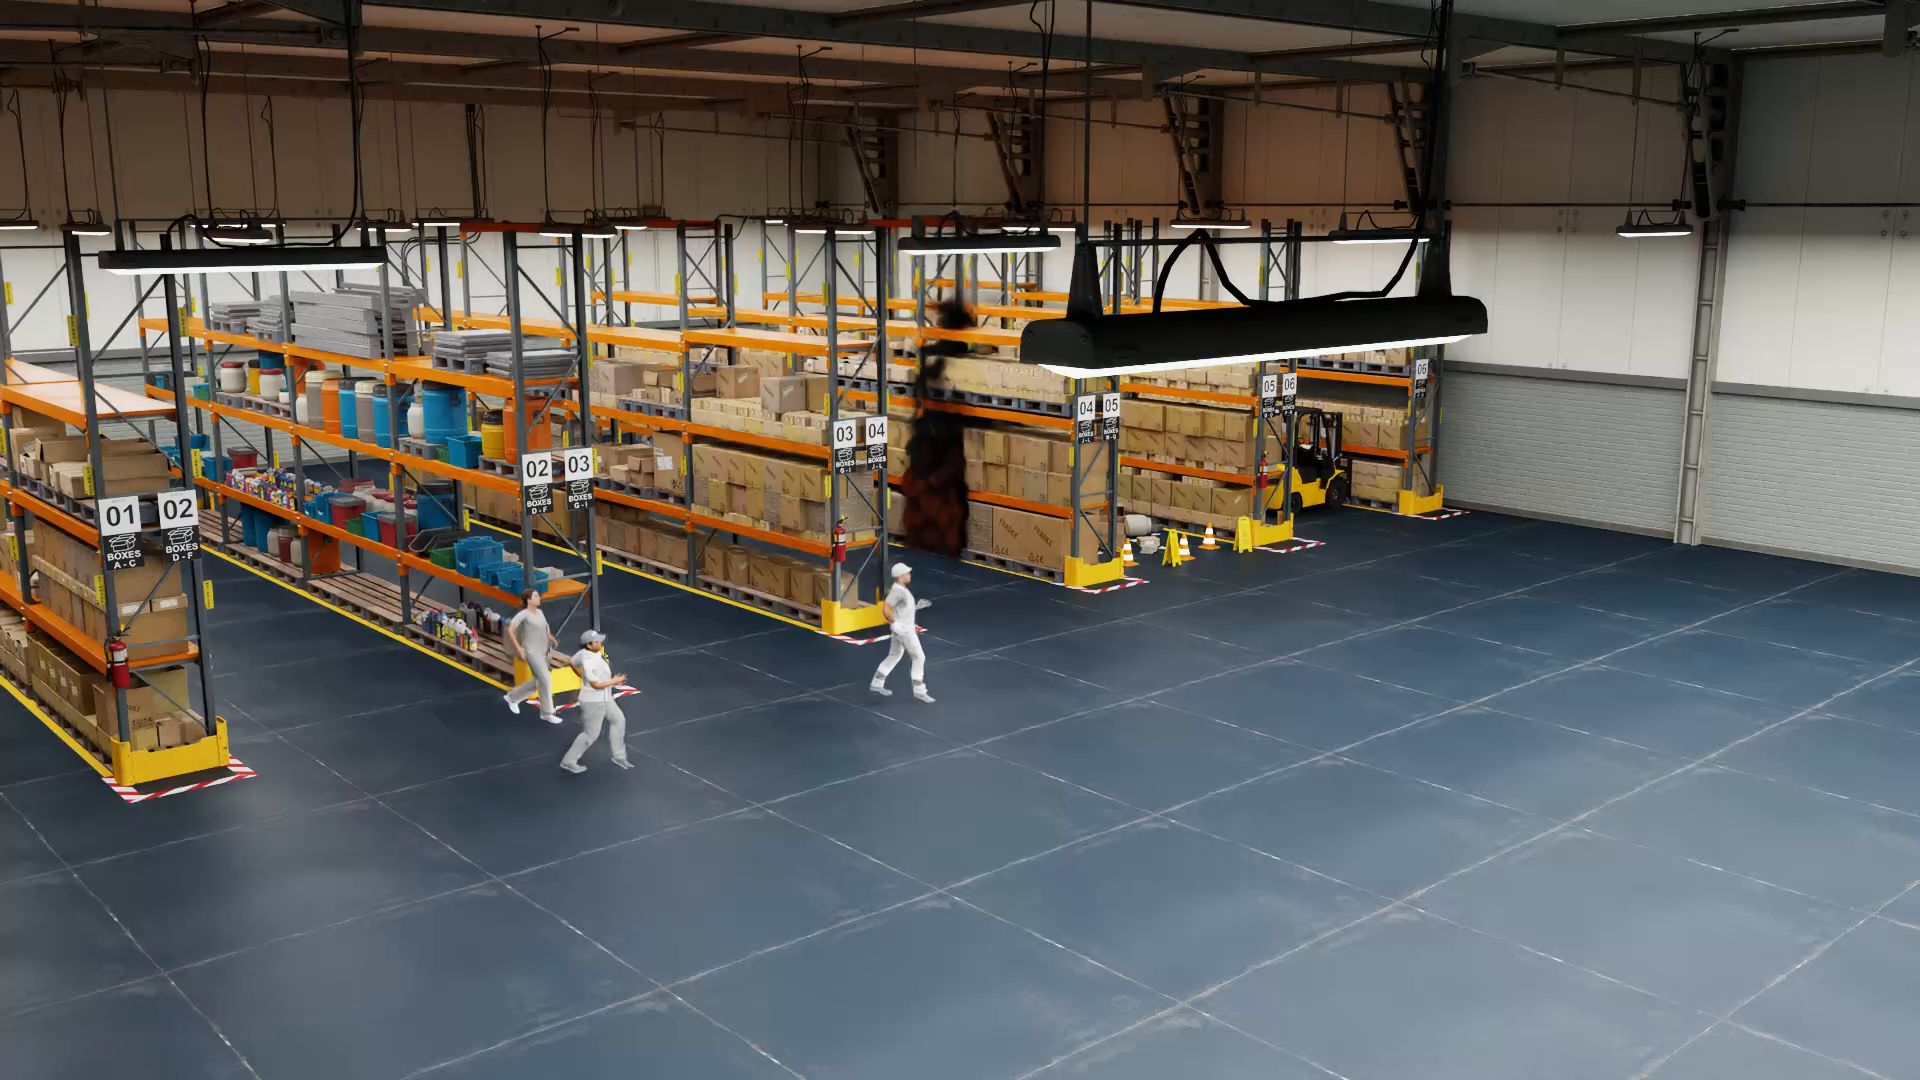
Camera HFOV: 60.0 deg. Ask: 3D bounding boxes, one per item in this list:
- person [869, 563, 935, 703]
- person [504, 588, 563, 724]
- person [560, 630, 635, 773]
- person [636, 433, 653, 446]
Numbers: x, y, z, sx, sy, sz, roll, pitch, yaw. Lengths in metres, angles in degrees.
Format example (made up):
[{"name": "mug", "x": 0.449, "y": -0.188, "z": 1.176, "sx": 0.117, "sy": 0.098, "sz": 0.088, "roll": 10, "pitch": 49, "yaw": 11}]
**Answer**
[{"name": "person", "x": -0.750, "y": 1.197, "z": 21.350, "sx": 0.835, "sy": 1.834, "sz": 0.654, "roll": -2, "pitch": 12, "yaw": -9}, {"name": "person", "x": -5.294, "y": 1.420, "z": 20.708, "sx": 0.812, "sy": 1.659, "sz": 0.605, "roll": 3, "pitch": 12, "yaw": 16}, {"name": "person", "x": -4.107, "y": 1.833, "z": 18.701, "sx": 0.816, "sy": 1.703, "sz": 0.607, "roll": -2, "pitch": 12, "yaw": -9}, {"name": "person", "x": -7.935, "y": -2.881, "z": 41.968, "sx": 0.545, "sy": 1.666, "sz": 0.634, "roll": -11, "pitch": 16, "yaw": -43}]
